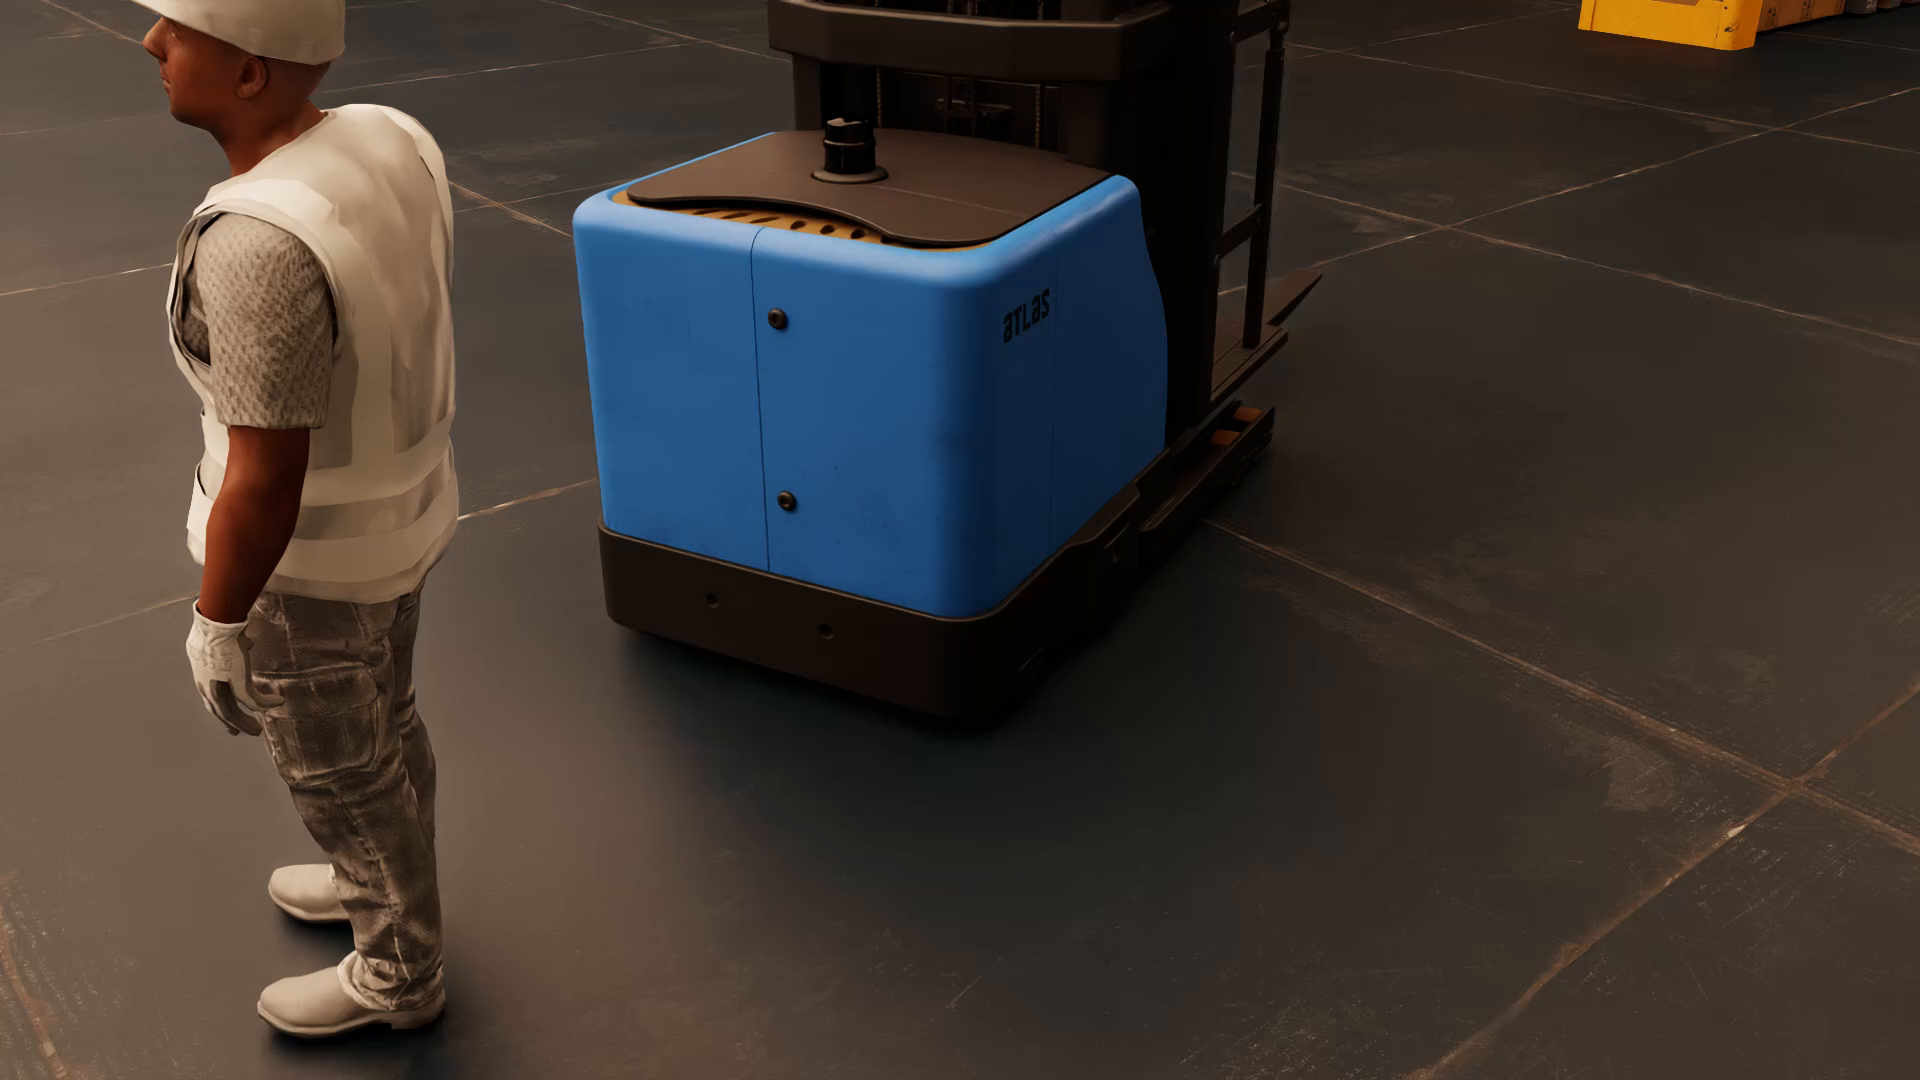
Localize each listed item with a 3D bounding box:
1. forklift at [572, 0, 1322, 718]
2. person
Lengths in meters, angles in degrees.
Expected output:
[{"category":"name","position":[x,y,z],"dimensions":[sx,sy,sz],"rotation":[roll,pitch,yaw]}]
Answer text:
[{"category":"forklift","position":[0.285,-1.552,4.331],"dimensions":[1.130,2.935,3.031],"rotation":[13,29,25]},{"category":"person","position":[-1.015,-0.002,2.483],"dimensions":[0.575,1.783,0.656],"rotation":[1,26,2]}]
